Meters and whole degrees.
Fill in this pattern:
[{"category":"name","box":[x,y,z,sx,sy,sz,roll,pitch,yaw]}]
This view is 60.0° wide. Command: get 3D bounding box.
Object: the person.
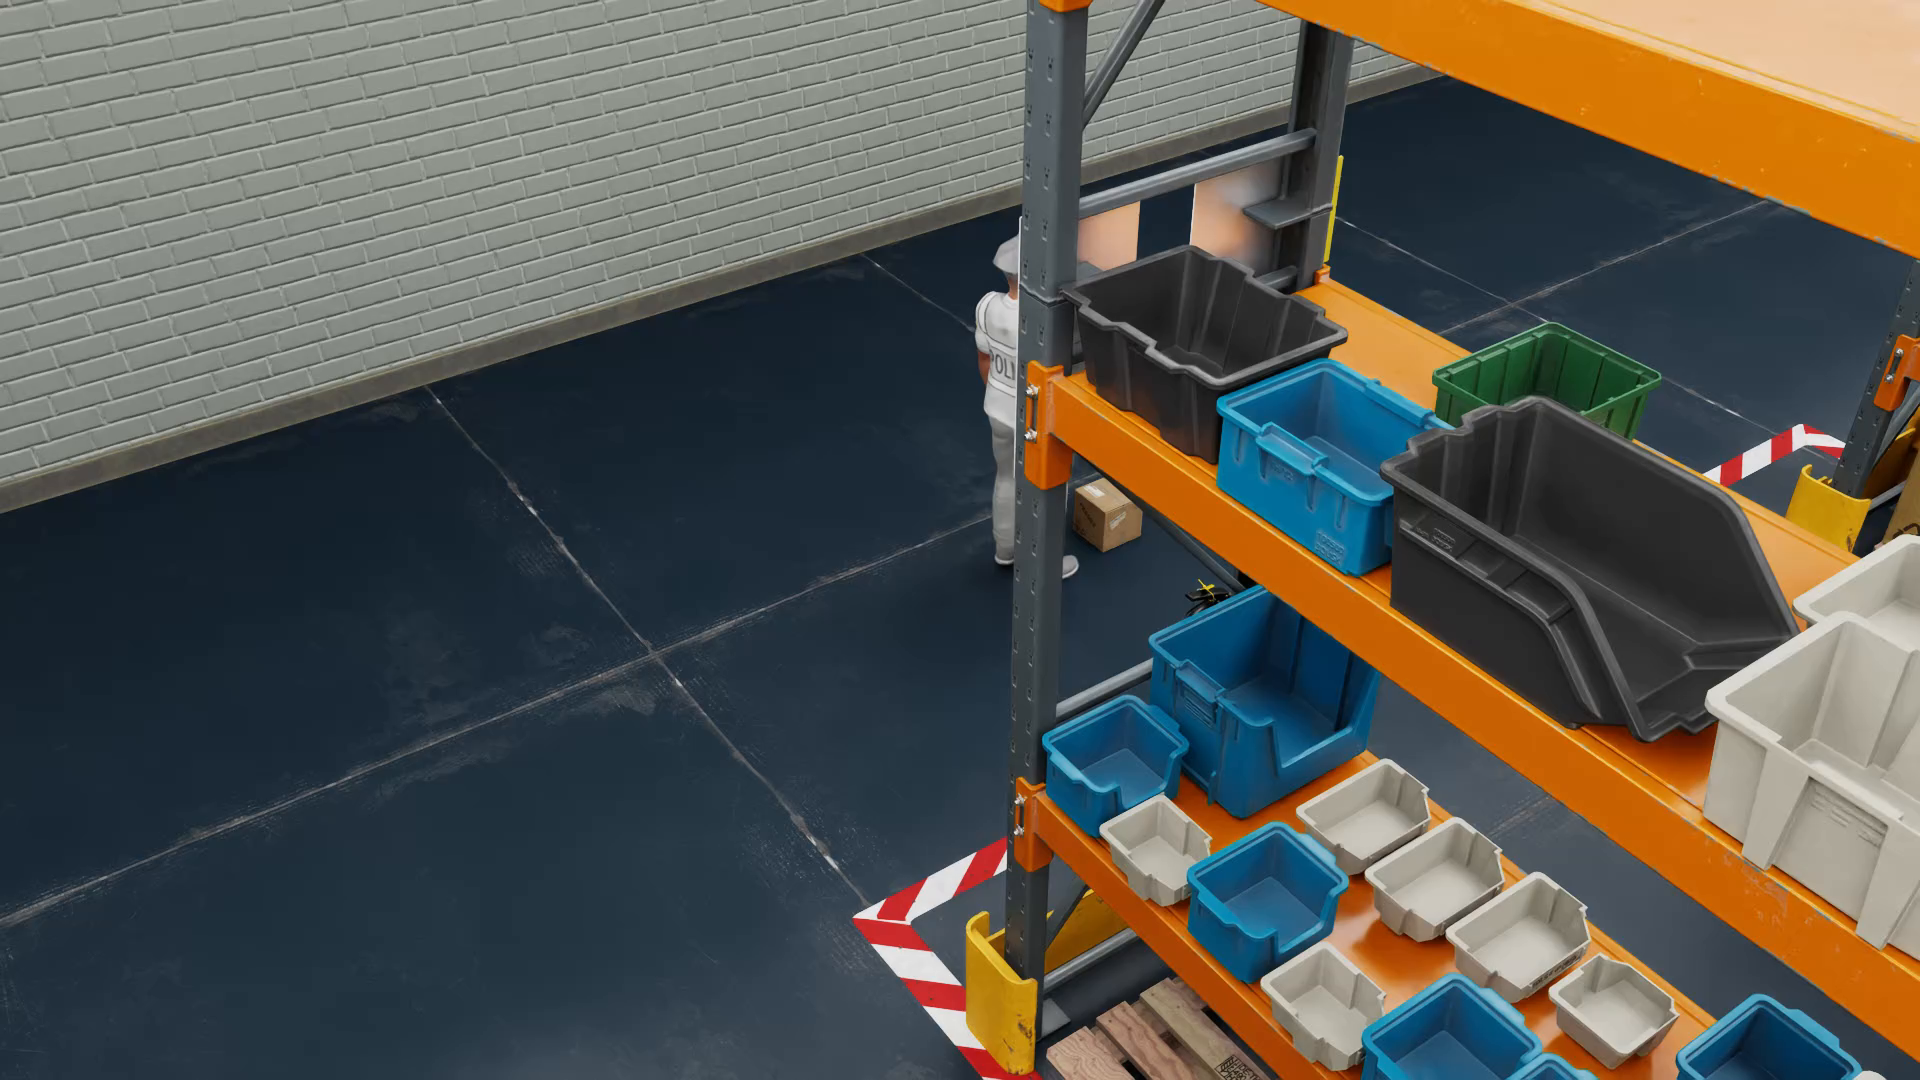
[{"category":"person","box":[0.331,-0.602,7.777,0.549,1.783,0.401,30,46,34]}]
